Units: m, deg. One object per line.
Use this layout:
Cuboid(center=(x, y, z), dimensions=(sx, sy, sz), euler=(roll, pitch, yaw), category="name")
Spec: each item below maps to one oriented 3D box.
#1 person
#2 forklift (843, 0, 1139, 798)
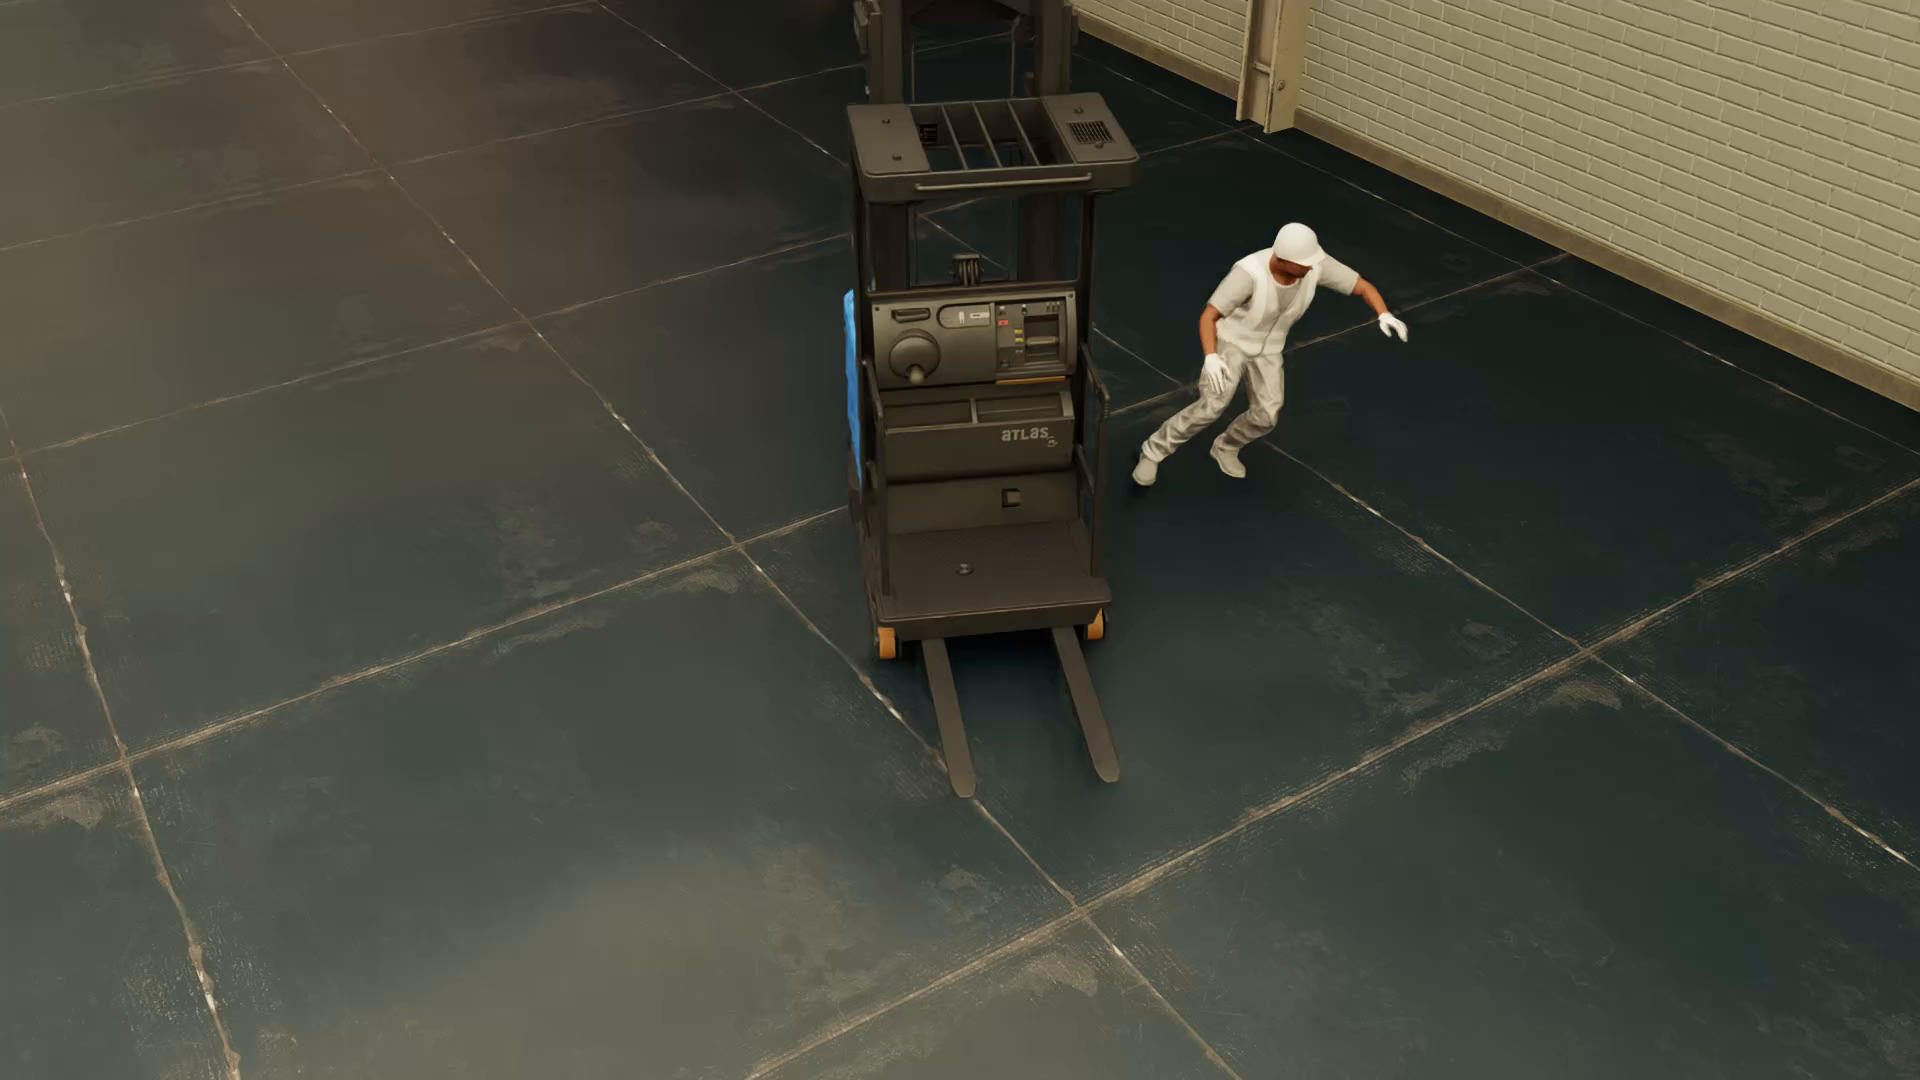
Cuboid(center=(1.549, -0.926, 8.711), dimensions=(1.259, 1.526, 0.920), euler=(-11, 37, -15), category="person")
Cuboid(center=(0.103, -0.851, 7.359), dimensions=(1.130, 2.935, 3.031), euler=(-5, 35, -7), category="forklift")
